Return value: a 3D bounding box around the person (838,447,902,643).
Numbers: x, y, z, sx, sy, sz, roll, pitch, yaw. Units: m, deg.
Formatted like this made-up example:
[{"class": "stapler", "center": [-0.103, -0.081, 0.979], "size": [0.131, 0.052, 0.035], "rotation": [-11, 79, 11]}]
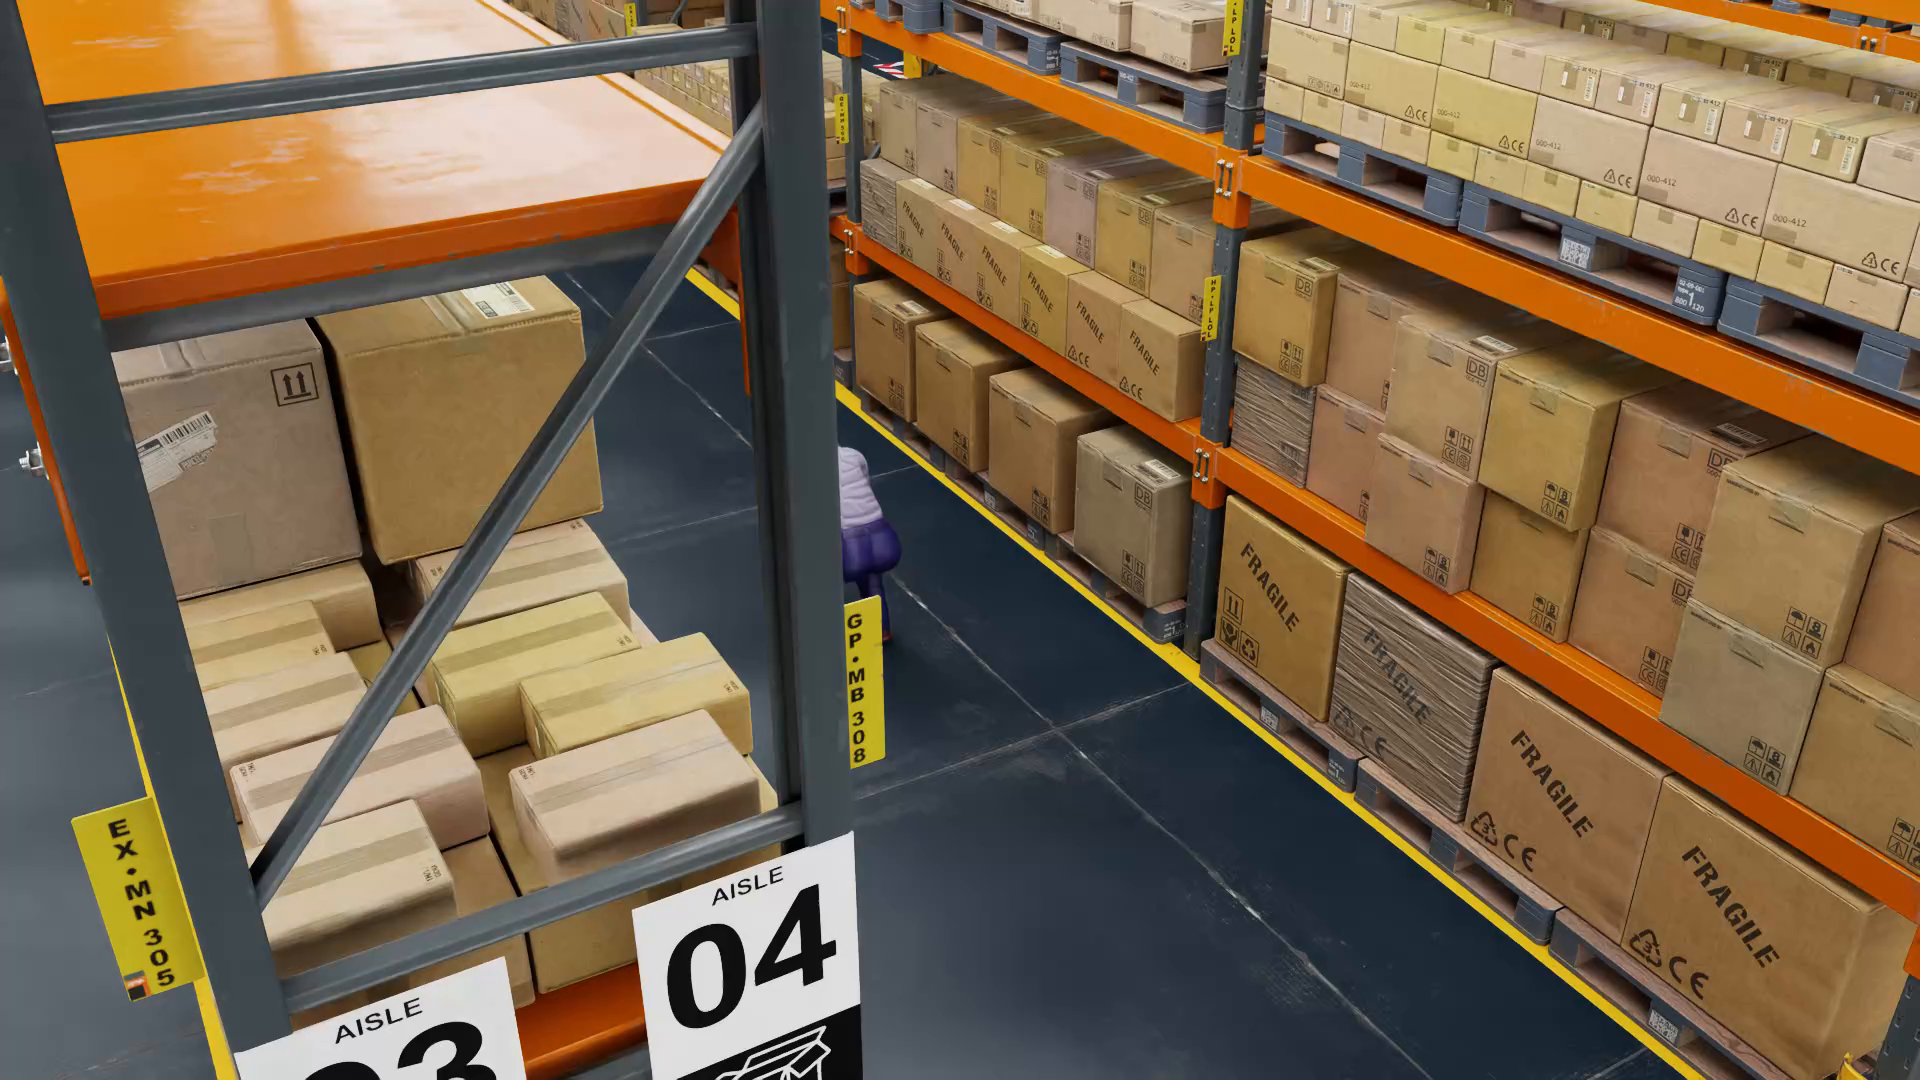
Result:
[{"class": "person", "center": [-0.658, 0.003, 9.005], "size": [0.539, 1.226, 0.731], "rotation": [-16, 33, -26]}]
